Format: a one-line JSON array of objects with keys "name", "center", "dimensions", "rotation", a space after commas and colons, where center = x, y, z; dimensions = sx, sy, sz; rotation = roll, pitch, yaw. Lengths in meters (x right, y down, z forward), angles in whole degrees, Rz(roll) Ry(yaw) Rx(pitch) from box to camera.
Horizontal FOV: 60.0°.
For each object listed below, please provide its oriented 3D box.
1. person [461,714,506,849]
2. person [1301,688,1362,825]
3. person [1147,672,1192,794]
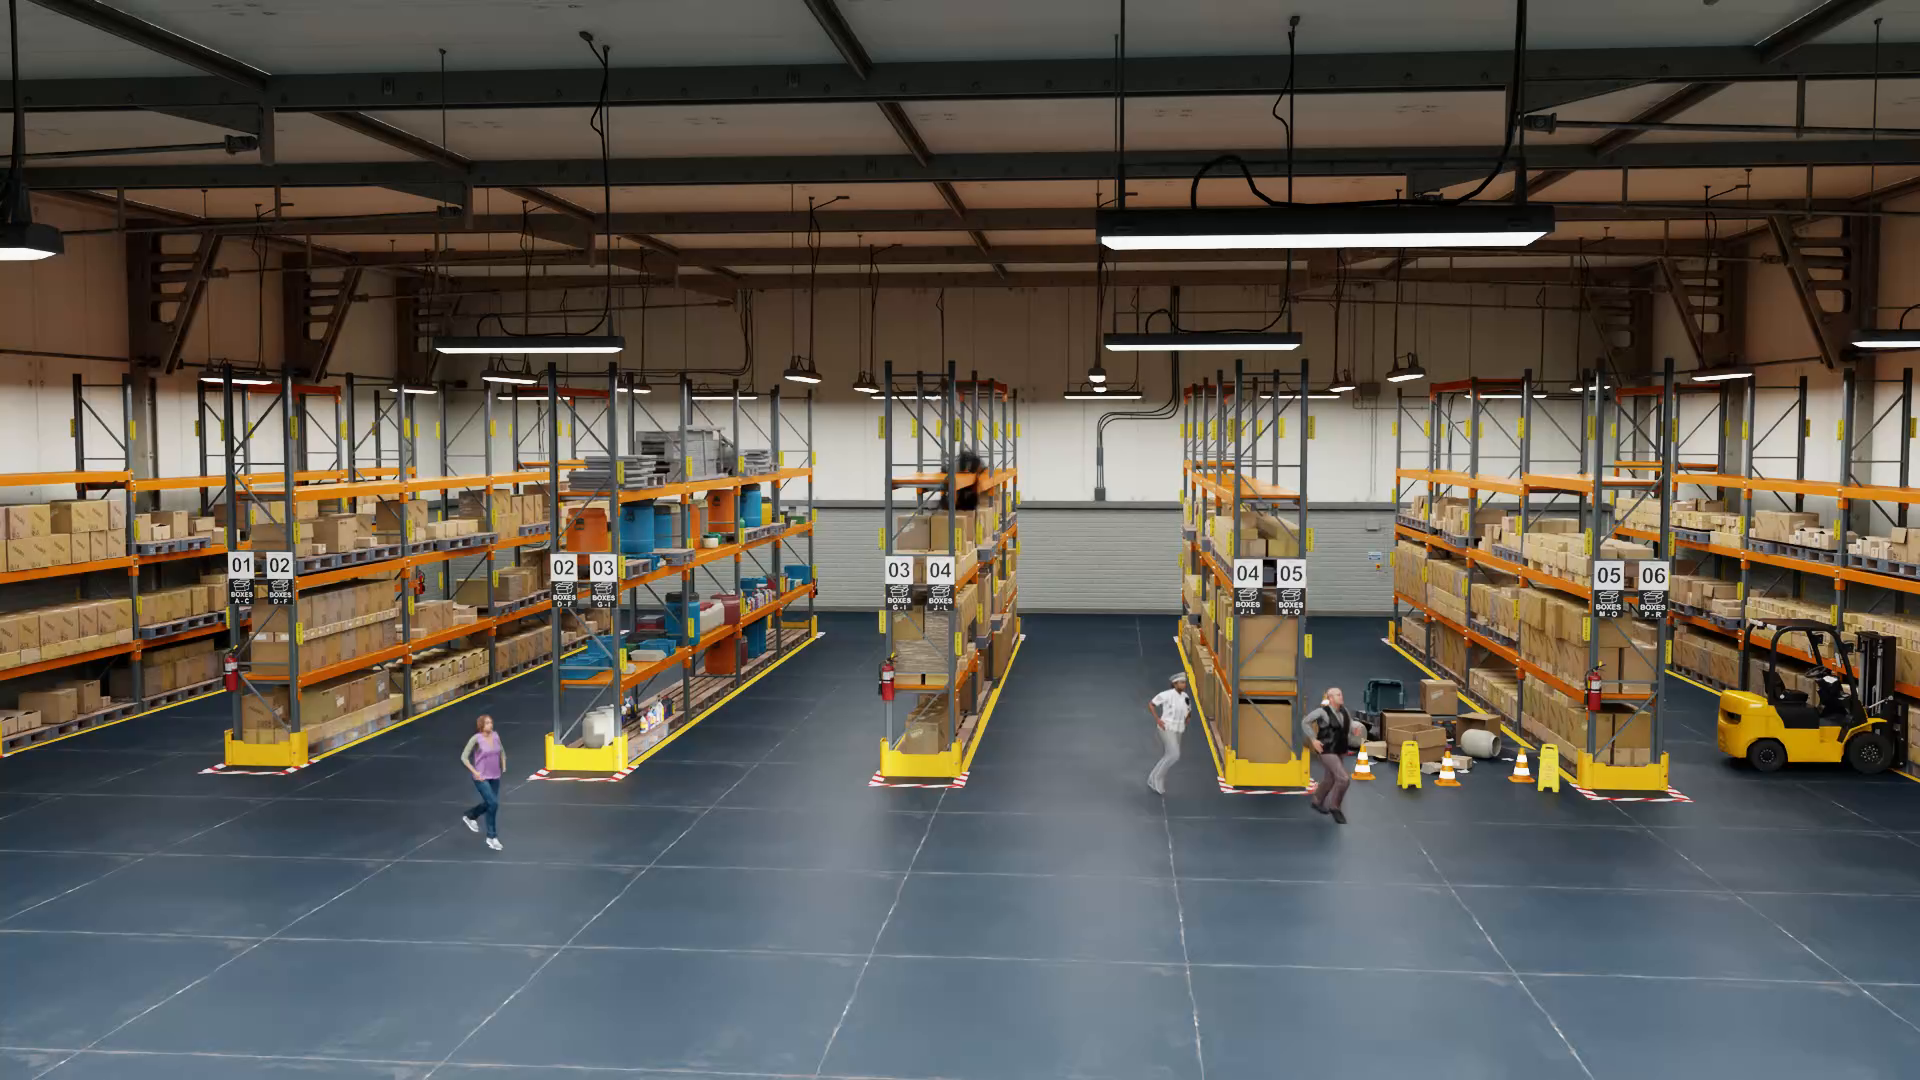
[{"name": "person", "center": [-5.764, 2.895, 20.102], "dimensions": [0.715, 1.615, 0.566], "rotation": [3, 5, 37]}, {"name": "person", "center": [4.743, 2.754, 21.260], "dimensions": [0.688, 1.747, 0.824], "rotation": [-3, 5, -41]}, {"name": "person", "center": [2.933, 2.656, 23.054], "dimensions": [0.601, 1.672, 0.629], "rotation": [-3, 5, -40]}]
